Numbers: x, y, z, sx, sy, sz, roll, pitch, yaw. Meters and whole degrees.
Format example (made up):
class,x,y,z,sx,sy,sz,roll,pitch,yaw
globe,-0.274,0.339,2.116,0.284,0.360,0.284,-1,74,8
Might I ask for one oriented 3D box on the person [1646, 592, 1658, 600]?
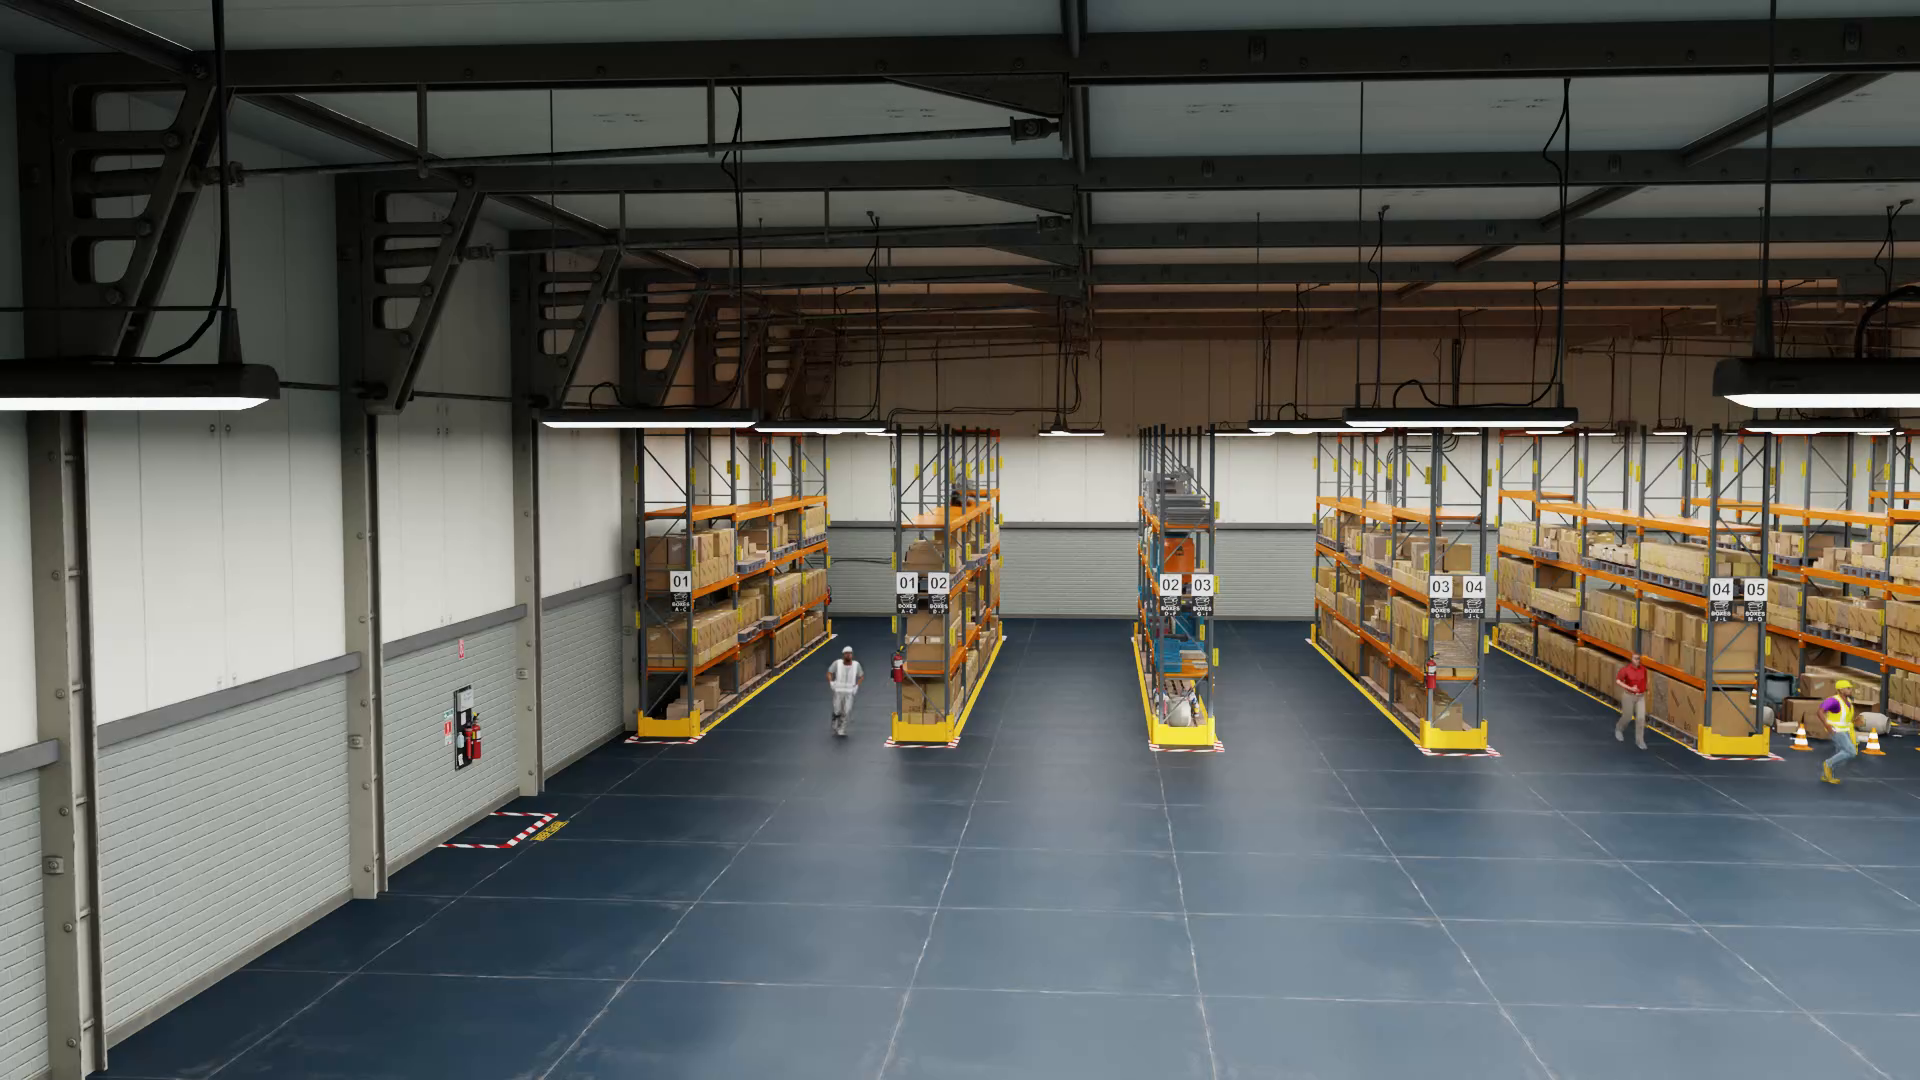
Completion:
class,x,y,z,sx,sy,sz,roll,pitch,yaw
person,19.657,1.997,47.232,0.562,1.720,0.716,1,4,11

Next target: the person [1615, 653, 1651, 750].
class,x,y,z,sx,sy,sz,roll,pitch,yaw
person,12.562,2.975,31.033,0.686,1.755,0.867,0,3,-5

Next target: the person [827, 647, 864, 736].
class,x,y,z,sx,sy,sz,roll,pitch,yaw
person,-2.213,2.915,32.099,0.714,1.739,0.591,-1,4,-11

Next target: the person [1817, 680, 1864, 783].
class,x,y,z,sx,sy,sz,roll,pitch,yaw
person,14.616,3.177,27.561,0.701,1.718,0.591,-3,5,-42

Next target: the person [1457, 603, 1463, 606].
class,x,y,z,sx,sy,sz,roll,pitch,yaw
person,13.573,2.138,45.785,0.619,1.626,0.740,2,4,32
